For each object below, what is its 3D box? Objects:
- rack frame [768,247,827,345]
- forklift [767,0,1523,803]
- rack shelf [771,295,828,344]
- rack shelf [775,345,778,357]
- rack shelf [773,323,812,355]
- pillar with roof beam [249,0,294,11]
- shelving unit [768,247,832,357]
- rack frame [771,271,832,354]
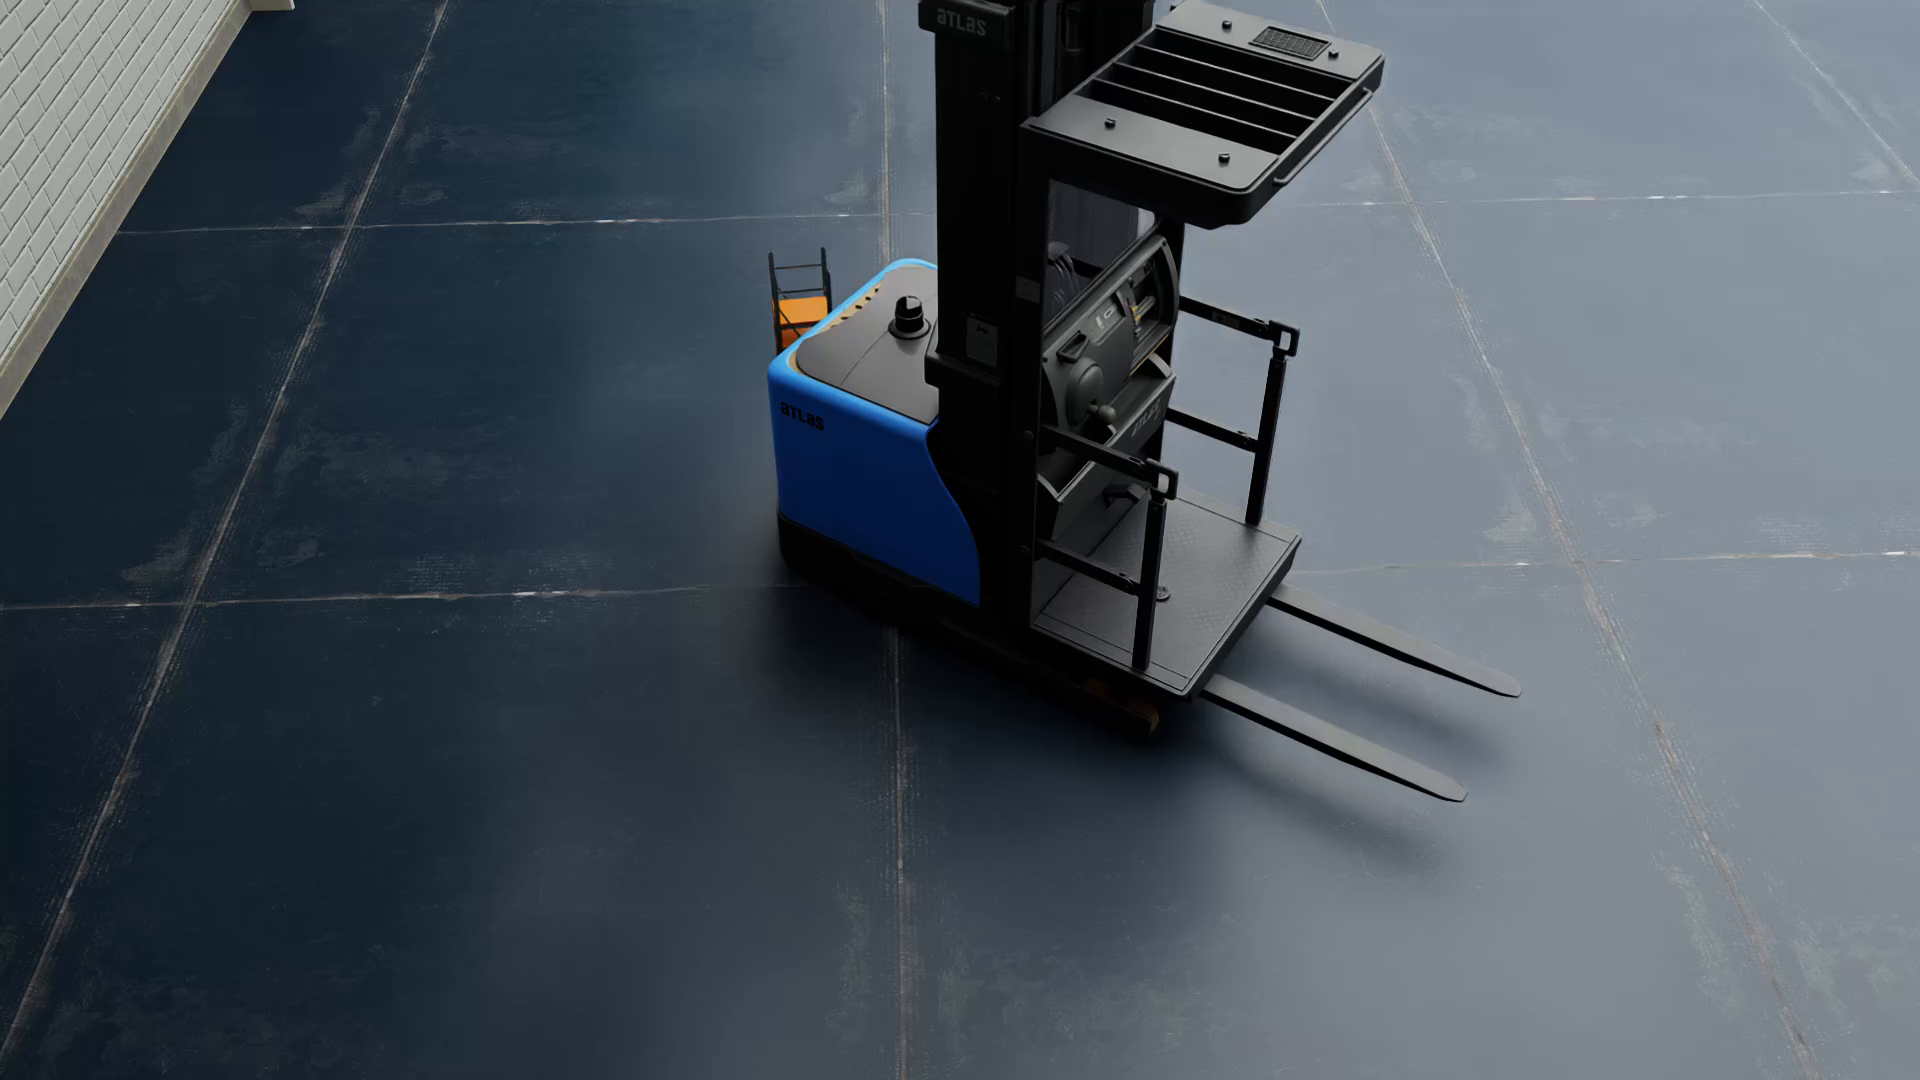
[{"bbox_3d":[-0.682,-0.769,7.351,0.240,1.200,0.006,-6,43,-7],"label":"rack frame"},{"bbox_3d":[0.733,-0.710,6.005,3.031,2.935,1.130,24,48,24],"label":"forklift"},{"bbox_3d":[-0.667,-0.941,7.071,0.258,0.103,0.180,-6,43,-7],"label":"rack shelf"},{"bbox_3d":[-0.667,-0.764,7.233,0.258,0.103,0.180,-6,43,-7],"label":"rack shelf"},{"bbox_3d":[-0.667,-0.853,7.152,0.258,0.103,0.180,-6,43,-7],"label":"rack shelf"},{"bbox_3d":[-0.416,-7.188,8.582,9.100,9.000,0.400,-2,43,-2],"label":"pillar with roof beam"},{"bbox_3d":[-0.667,-0.708,7.284,0.258,1.200,0.189,-6,43,-7],"label":"shelving unit"},{"bbox_3d":[-0.652,-0.647,7.218,0.240,1.200,0.006,-6,43,-7],"label":"rack frame"}]
